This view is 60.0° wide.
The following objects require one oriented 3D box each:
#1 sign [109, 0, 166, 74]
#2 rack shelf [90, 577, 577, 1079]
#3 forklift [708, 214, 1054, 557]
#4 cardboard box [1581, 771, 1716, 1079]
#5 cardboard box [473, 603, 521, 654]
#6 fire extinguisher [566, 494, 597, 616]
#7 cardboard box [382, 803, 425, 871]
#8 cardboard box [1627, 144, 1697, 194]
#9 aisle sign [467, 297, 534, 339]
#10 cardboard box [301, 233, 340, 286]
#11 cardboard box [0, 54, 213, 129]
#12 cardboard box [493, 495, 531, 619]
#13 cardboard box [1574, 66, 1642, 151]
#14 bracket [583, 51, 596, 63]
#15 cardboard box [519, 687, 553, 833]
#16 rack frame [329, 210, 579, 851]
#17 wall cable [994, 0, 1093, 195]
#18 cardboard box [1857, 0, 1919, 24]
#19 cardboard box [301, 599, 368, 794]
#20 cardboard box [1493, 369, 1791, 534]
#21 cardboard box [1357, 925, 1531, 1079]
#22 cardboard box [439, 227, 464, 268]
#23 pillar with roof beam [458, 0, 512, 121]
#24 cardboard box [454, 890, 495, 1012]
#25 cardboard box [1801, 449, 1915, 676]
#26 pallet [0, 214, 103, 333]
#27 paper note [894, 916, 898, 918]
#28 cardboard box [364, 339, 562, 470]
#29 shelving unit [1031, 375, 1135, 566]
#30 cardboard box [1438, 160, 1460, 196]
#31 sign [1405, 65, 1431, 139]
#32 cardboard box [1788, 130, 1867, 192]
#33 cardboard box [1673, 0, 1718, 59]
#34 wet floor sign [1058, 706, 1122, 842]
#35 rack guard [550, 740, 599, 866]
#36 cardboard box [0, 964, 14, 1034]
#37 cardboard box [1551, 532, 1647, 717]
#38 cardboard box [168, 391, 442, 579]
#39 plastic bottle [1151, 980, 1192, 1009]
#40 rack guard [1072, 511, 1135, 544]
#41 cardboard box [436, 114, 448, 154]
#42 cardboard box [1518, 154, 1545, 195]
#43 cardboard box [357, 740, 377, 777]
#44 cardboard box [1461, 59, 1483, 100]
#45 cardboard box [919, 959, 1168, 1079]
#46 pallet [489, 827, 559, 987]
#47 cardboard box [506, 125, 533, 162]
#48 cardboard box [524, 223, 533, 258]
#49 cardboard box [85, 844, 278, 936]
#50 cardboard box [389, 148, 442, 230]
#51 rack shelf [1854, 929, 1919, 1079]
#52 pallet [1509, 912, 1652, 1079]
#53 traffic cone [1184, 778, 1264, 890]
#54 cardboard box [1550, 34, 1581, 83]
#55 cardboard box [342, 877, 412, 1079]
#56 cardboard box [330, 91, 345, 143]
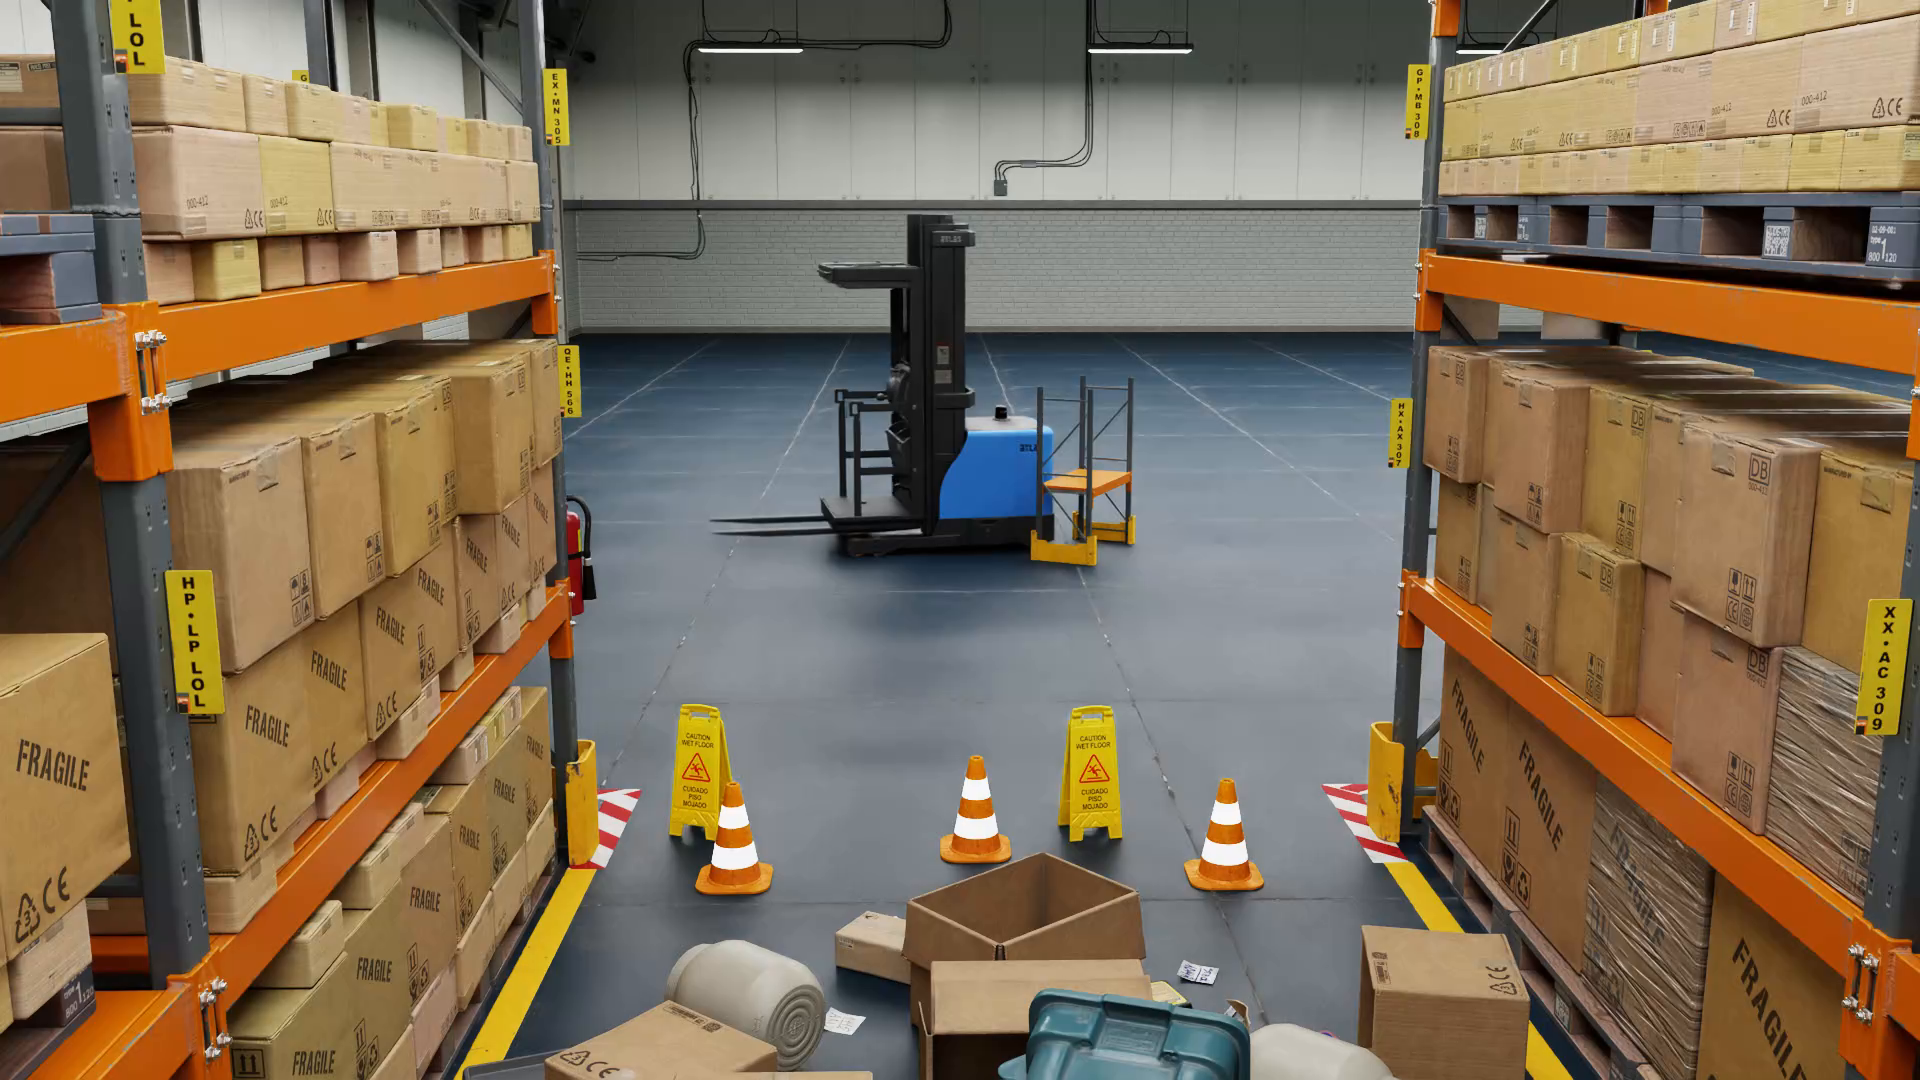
[{"bbox_3d":[-1.690,-1.122,3.401,0.100,0.325,0.005,0,11,-1],"label":"sign"},{"bbox_3d":[-2.286,0.752,5.806,1.077,0.370,4.000,0,11,-1],"label":"rack shelf"},{"bbox_3d":[-0.727,-1.399,14.774,3.031,2.935,1.130,-2,12,-11],"label":"forklift"},{"bbox_3d":[2.737,1.288,5.644,0.875,0.875,0.875,0,11,-1],"label":"cardboard box"},{"bbox_3d":[-1.970,0.351,6.608,0.380,0.149,0.250,0,11,0],"label":"cardboard box"},{"bbox_3d":[-1.869,0.016,7.823,0.296,0.674,0.183,0,11,-1],"label":"fire extinguisher"},{"bbox_3d":[-1.951,0.955,5.342,0.380,0.149,0.250,0,11,2],"label":"cardboard box"},{"bbox_3d":[2.347,-1.169,5.248,0.380,0.149,0.250,0,11,-2],"label":"cardboard box"},{"bbox_3d":[-2.039,-1.285,7.502,0.394,0.787,0.004,0,11,-1],"label":"aisle sign"},{"bbox_3d":[-2.031,-0.817,4.818,0.380,0.149,0.250,-1,11,-3],"label":"cardboard box"},{"bbox_3d":[-1.925,-1.004,3.738,0.380,0.149,0.250,0,11,-2],"label":"cardboard box"},{"bbox_3d":[-2.035,0.014,6.638,0.500,0.500,0.500,0,11,-1],"label":"cardboard box"},{"bbox_3d":[2.405,-1.437,5.567,0.500,0.250,0.500,0,11,-1],"label":"cardboard box"},{"bbox_3d":[-8.499,-11.057,38.066,0.235,0.232,0.430,0,11,-1],"label":"bracket"},{"bbox_3d":[-2.050,0.935,7.072,0.500,0.500,0.500,0,11,-1],"label":"cardboard box"},{"bbox_3d":[-2.328,0.002,7.694,1.000,3.000,0.127,0,11,-1],"label":"rack frame"},{"bbox_3d":[1.956,-11.032,38.440,2.305,6.003,0.169,0,11,-1],"label":"wall cable"},{"bbox_3d":[2.376,-1.307,3.922,0.380,0.149,0.250,0,11,-2],"label":"cardboard box"},{"bbox_3d":[-2.009,0.414,4.664,0.500,0.500,0.500,0,11,-1],"label":"cardboard box"},{"bbox_3d":[2.568,-0.346,6.318,0.875,0.550,0.550,0,11,-1],"label":"cardboard box"},{"bbox_3d":[1.644,1.676,5.723,0.500,0.500,0.500,2,12,9],"label":"cardboard box"},{"bbox_3d":[-2.040,-1.073,6.080,0.380,0.149,0.250,0,11,-2],"label":"cardboard box"},{"bbox_3d":[-4.369,-7.563,29.896,9.100,9.000,0.548,0,11,-1],"label":"pillar with roof beam"},{"bbox_3d":[-2.023,1.511,6.119,0.500,0.250,0.500,-1,11,-3],"label":"cardboard box"},{"bbox_3d":[2.729,0.081,4.214,0.875,0.550,0.550,0,11,-1],"label":"cardboard box"},{"bbox_3d":[-2.339,-0.457,2.888,1.213,0.211,1.003,0,11,-1],"label":"pallet"},{"bbox_3d":[-0.318,1.637,7.103,0.148,0.019,0.142,-4,12,-21],"label":"paper note"},{"bbox_3d":[-2.099,-0.582,7.059,0.700,0.500,0.500,-1,11,-3],"label":"cardboard box"},{"bbox_3d":[1.101,-0.637,14.619,0.587,1.500,1.083,5,13,24],"label":"shelving unit"},{"bbox_3d":[2.306,-1.570,7.226,0.380,0.149,0.250,0,11,-1],"label":"cardboard box"},{"bbox_3d":[2.064,-1.974,7.495,0.100,0.325,0.005,0,11,-1],"label":"sign"},{"bbox_3d":[2.369,-0.966,4.246,0.380,0.149,0.250,0,11,0],"label":"cardboard box"},{"bbox_3d":[2.354,-1.508,4.915,0.380,0.149,0.250,0,11,-1],"label":"cardboard box"},{"bbox_3d":[0.639,1.118,8.116,0.267,0.644,0.232,-2,12,-11],"label":"wet floor sign"},{"bbox_3d":[-2.326,1.242,7.868,1.175,0.500,0.348,0,11,-1],"label":"rack guard"},{"bbox_3d":[-1.970,0.868,3.001,0.380,0.149,0.250,-1,11,-3],"label":"cardboard box"},{"bbox_3d":[2.644,0.288,5.908,0.875,0.550,0.500,0,11,-1],"label":"cardboard box"},{"bbox_3d":[-2.009,-0.177,5.065,0.700,0.500,0.500,0,11,-2],"label":"cardboard box"},{"bbox_3d":[0.796,1.774,6.351,0.133,0.061,0.283,-4,12,-21],"label":"plastic bottle"},{"bbox_3d":[1.311,-0.115,15.186,0.587,0.250,0.087,5,13,24],"label":"rack guard"},{"bbox_3d":[-2.083,-1.468,6.024,0.380,0.149,0.250,0,11,-1],"label":"cardboard box"},{"bbox_3d":[2.327,-1.370,6.237,0.380,0.149,0.250,0,11,-1],"label":"cardboard box"},{"bbox_3d":[-2.031,0.652,5.125,0.380,0.149,0.250,0,11,-1],"label":"cardboard box"},{"bbox_3d":[2.312,-1.913,6.910,0.380,0.149,0.250,0,11,-1],"label":"cardboard box"},{"bbox_3d":[0.268,1.684,5.343,0.797,0.637,0.503,0,11,-1],"label":"cardboard box"},{"bbox_3d":[-2.345,1.546,7.100,1.003,0.211,1.213,0,11,-1],"label":"pallet"},{"bbox_3d":[-2.025,-1.669,7.016,0.380,0.149,0.250,0,11,-1],"label":"cardboard box"},{"bbox_3d":[-2.041,-1.275,7.077,0.380,0.149,0.250,0,11,-1],"label":"cardboard box"},{"bbox_3d":[-1.931,0.857,4.115,0.380,0.149,0.250,0,11,-1],"label":"cardboard box"},{"bbox_3d":[-2.010,-1.136,5.389,0.500,0.250,0.500,0,11,-1],"label":"cardboard box"},{"bbox_3d":[2.743,1.507,2.086,1.077,0.370,4.000,0,11,-1],"label":"rack shelf"},{"bbox_3d":[2.736,1.729,6.196,1.003,0.211,1.213,0,11,-1],"label":"pallet"},{"bbox_3d":[1.211,1.317,7.597,0.336,0.463,0.334,0,11,-1],"label":"traffic cone"},{"bbox_3d":[2.333,-1.710,5.910,0.380,0.149,0.250,0,11,-2],"label":"cardboard box"},{"bbox_3d":[-2.010,1.347,5.040,0.500,0.500,0.500,0,11,1],"label":"cardboard box"},{"bbox_3d":[-1.990,-1.210,4.751,0.380,0.149,0.250,-1,11,-3],"label":"cardboard box"}]
